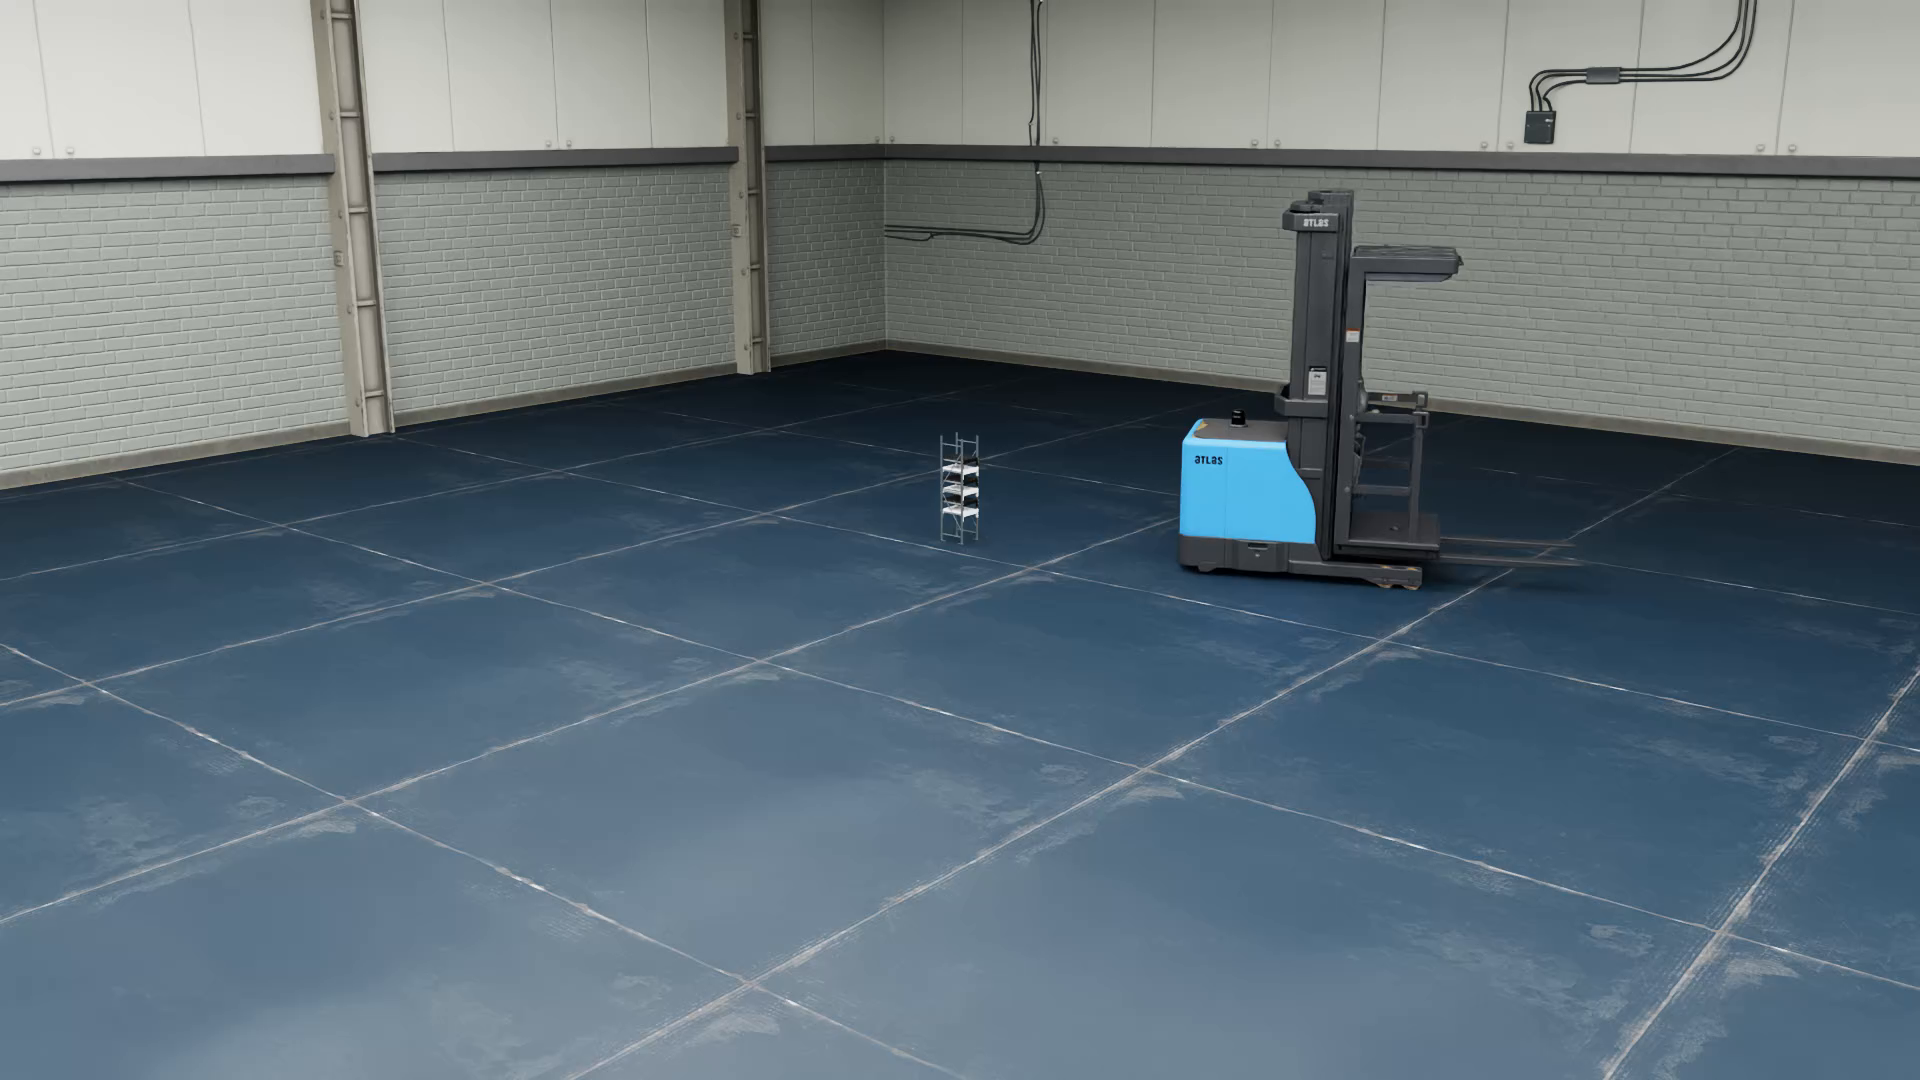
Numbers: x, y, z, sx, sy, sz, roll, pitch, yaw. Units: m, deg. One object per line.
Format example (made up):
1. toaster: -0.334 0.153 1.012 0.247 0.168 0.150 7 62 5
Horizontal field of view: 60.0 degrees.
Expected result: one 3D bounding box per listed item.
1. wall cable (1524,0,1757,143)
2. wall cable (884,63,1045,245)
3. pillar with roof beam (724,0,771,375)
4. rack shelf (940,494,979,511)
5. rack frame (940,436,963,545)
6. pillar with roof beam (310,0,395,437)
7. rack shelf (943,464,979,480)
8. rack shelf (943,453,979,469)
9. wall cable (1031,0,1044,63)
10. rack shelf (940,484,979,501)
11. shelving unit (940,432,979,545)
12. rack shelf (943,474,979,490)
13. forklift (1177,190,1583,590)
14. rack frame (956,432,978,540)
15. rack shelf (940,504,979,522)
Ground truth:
1. wall cable: 7.343 -7.264 17.533 2.305 6.003 0.169 11 18 38
2. wall cable: -0.031 -5.583 24.129 3.097 2.526 0.112 11 18 38
3. pillar with roof beam: 0.437 -6.062 19.709 9.100 9.000 0.400 11 18 38
4. rack shelf: -0.005 -0.315 14.036 0.258 0.077 0.200 11 18 38
5. rack frame: -0.069 -0.415 13.929 0.240 0.900 0.006 11 18 38
6. pillar with roof beam: -3.334 -4.913 15.186 9.100 9.000 0.400 11 18 38
7. rack shelf: -0.005 -0.577 13.970 0.258 0.077 0.200 11 18 38
8. rack shelf: -0.005 -0.664 13.948 0.258 0.077 0.200 11 18 38
9. wall cable: 2.073 -7.612 21.859 3.097 2.526 0.112 11 18 38
10. rack shelf: -0.005 -0.402 14.014 0.258 0.077 0.200 11 18 38
11. shelving unit: -0.005 -0.435 14.006 0.258 0.900 0.210 11 18 38
12. rack shelf: -0.005 -0.490 13.992 0.258 0.077 0.200 11 18 38
13. forklift: 3.288 -1.187 12.844 3.031 2.935 1.130 4 15 14
14. rack frame: 0.059 -0.454 14.083 0.240 0.900 0.006 11 18 38
15. rack shelf: -0.005 -0.228 14.059 0.258 0.077 0.200 11 18 38
